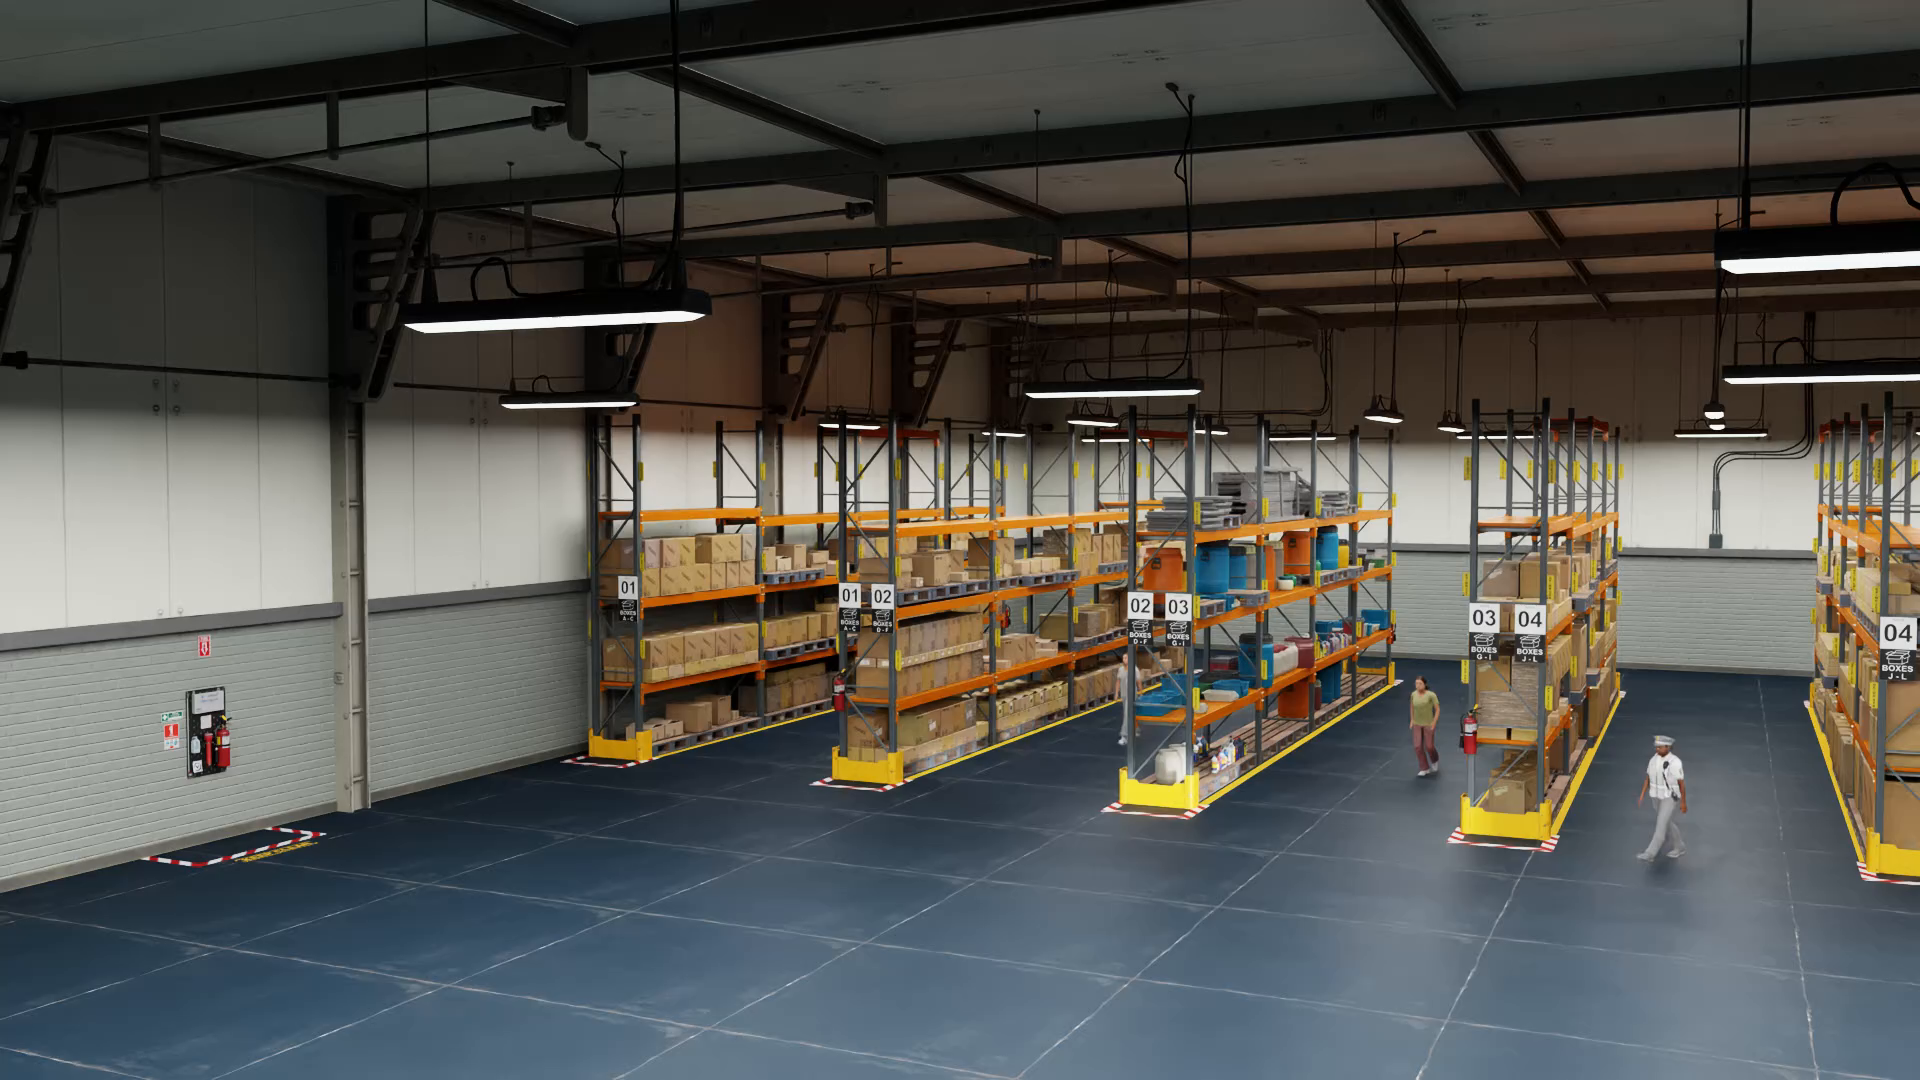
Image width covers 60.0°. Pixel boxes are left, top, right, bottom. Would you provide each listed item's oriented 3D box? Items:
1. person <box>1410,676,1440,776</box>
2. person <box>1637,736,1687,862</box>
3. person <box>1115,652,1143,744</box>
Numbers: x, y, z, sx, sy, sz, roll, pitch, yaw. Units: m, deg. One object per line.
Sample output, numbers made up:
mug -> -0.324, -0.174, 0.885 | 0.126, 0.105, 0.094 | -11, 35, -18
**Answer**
person -> 7.716, 3.052, 27.516 | 0.510, 1.652, 0.608 | 2, 3, 36
person -> 8.946, 3.300, 21.277 | 1.045, 1.610, 0.474 | -1, 3, -23
person -> 3.089, 2.894, 30.843 | 0.890, 1.638, 0.475 | -2, 3, -44
